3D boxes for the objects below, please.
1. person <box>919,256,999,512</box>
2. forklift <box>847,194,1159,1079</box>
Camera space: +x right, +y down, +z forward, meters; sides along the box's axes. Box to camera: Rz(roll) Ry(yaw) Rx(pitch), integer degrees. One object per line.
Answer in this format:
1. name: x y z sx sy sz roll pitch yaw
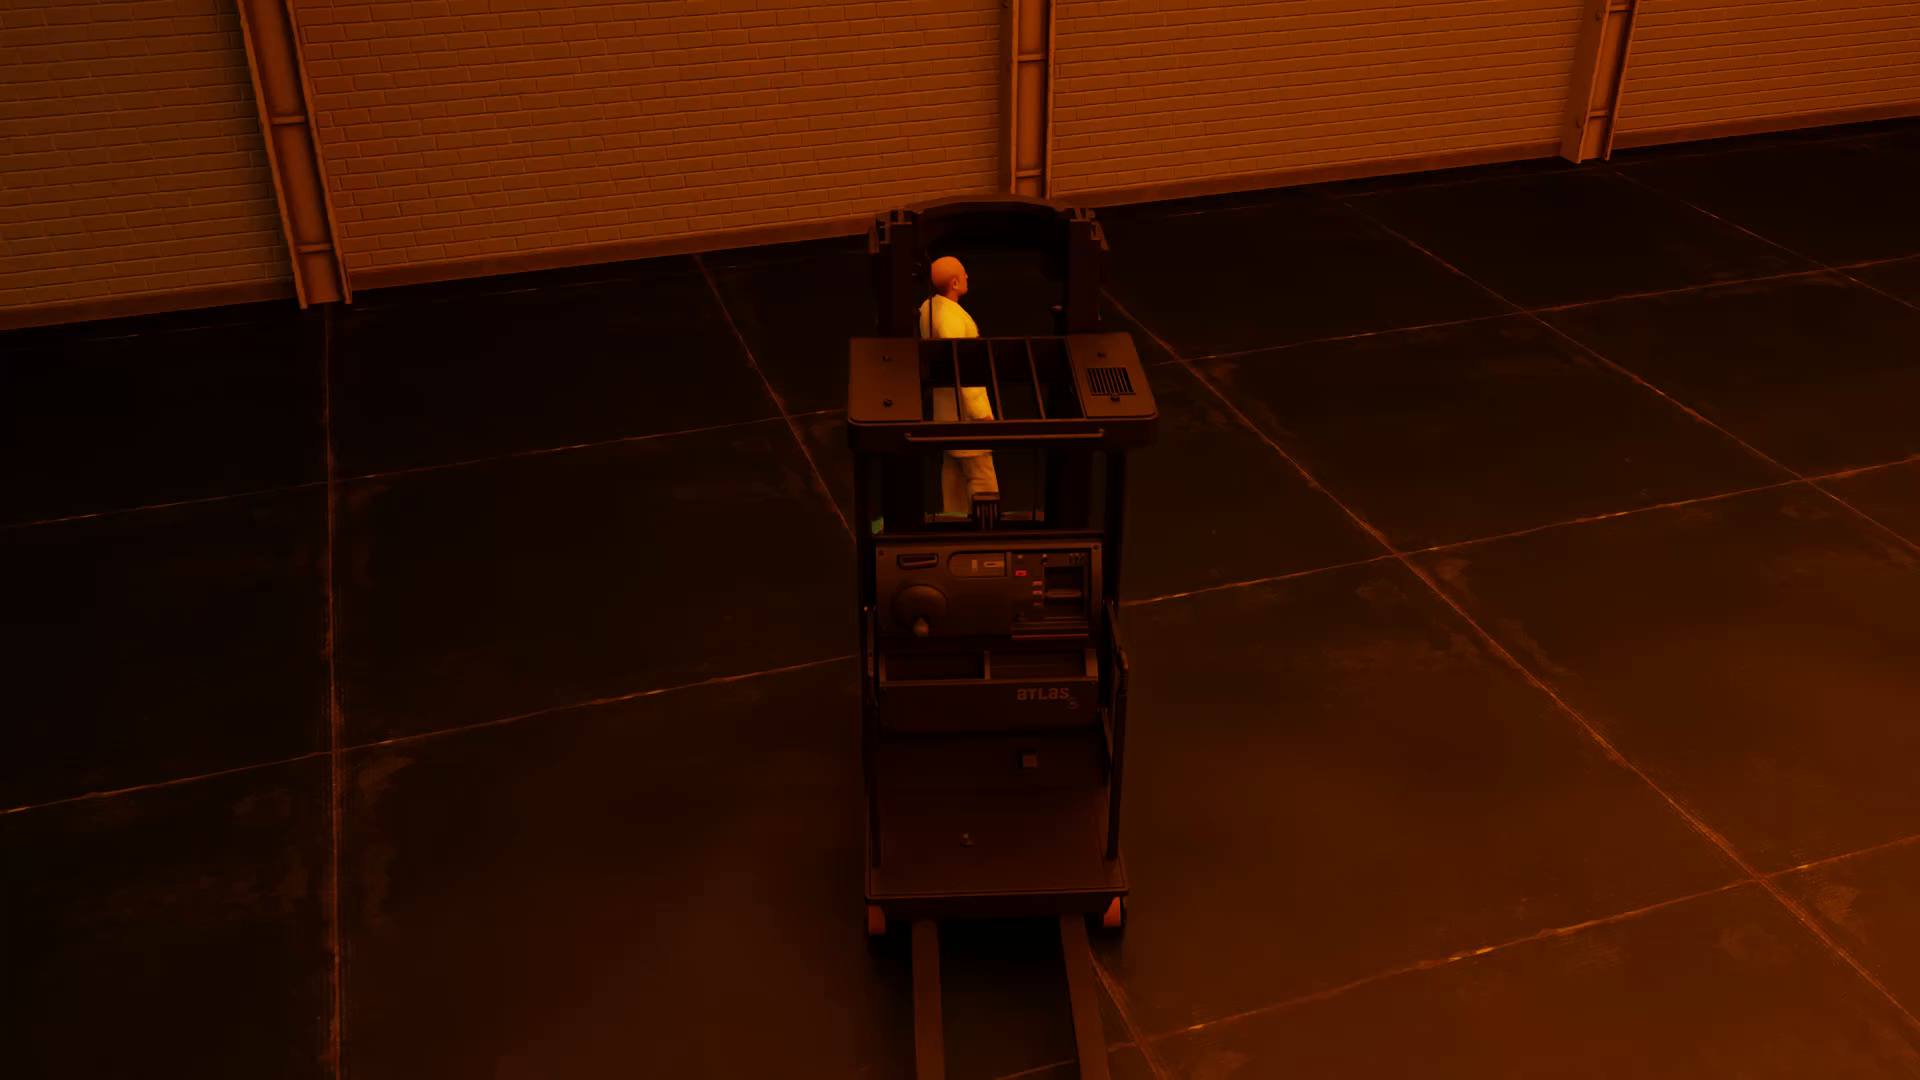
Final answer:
1. person: 0.087 -0.789 9.600 0.581 1.776 0.696 -10 31 -16
2. forklift: 0.132 0.250 6.652 1.130 2.935 3.031 -1 30 -2
